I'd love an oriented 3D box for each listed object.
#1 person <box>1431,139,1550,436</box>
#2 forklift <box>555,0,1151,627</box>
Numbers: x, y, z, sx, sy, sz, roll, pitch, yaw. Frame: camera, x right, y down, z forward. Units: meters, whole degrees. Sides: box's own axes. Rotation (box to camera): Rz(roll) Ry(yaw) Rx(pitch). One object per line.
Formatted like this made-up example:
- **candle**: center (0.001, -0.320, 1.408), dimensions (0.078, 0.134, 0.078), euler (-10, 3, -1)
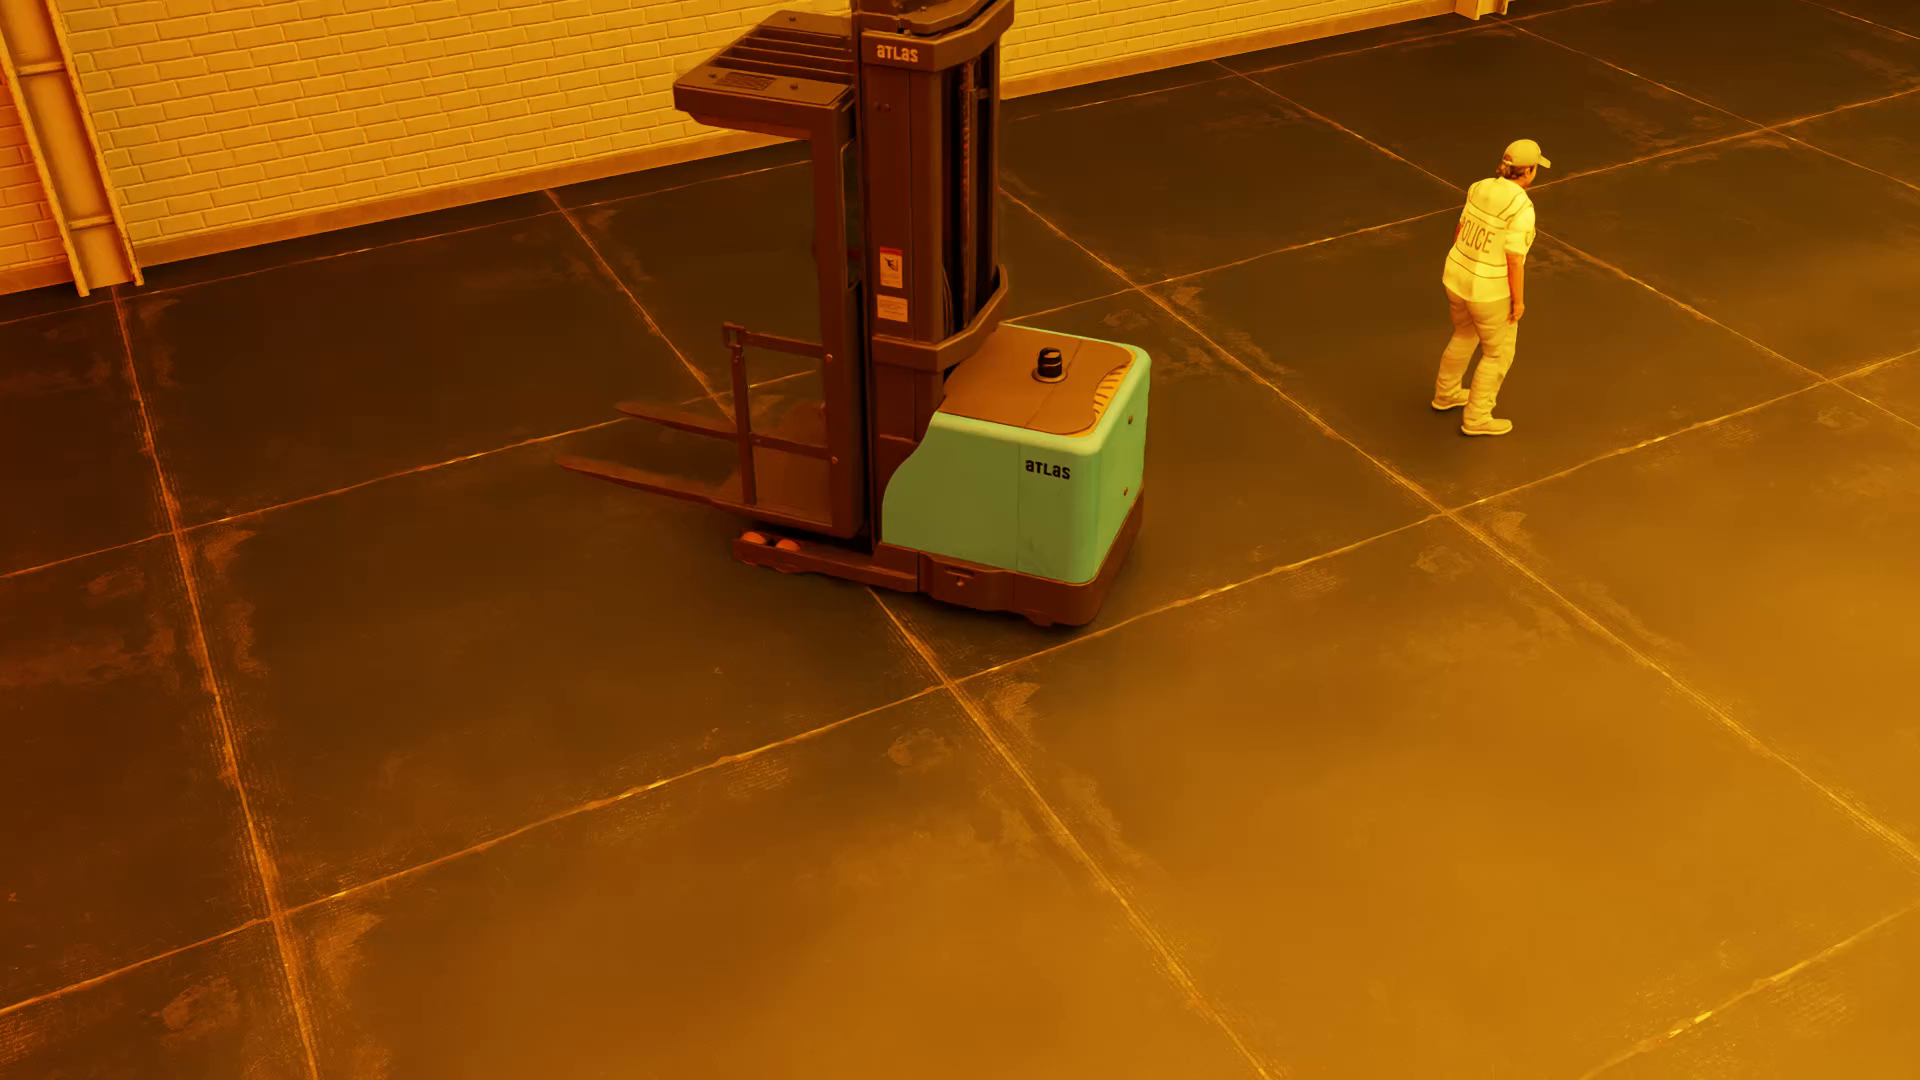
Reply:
- **person**: center (2.936, -1.400, 9.206), dimensions (0.465, 1.667, 0.533), euler (-14, 38, -19)
- **forklift**: center (-0.624, -1.301, 7.964), dimensions (3.031, 2.935, 1.130), euler (12, 37, 17)
